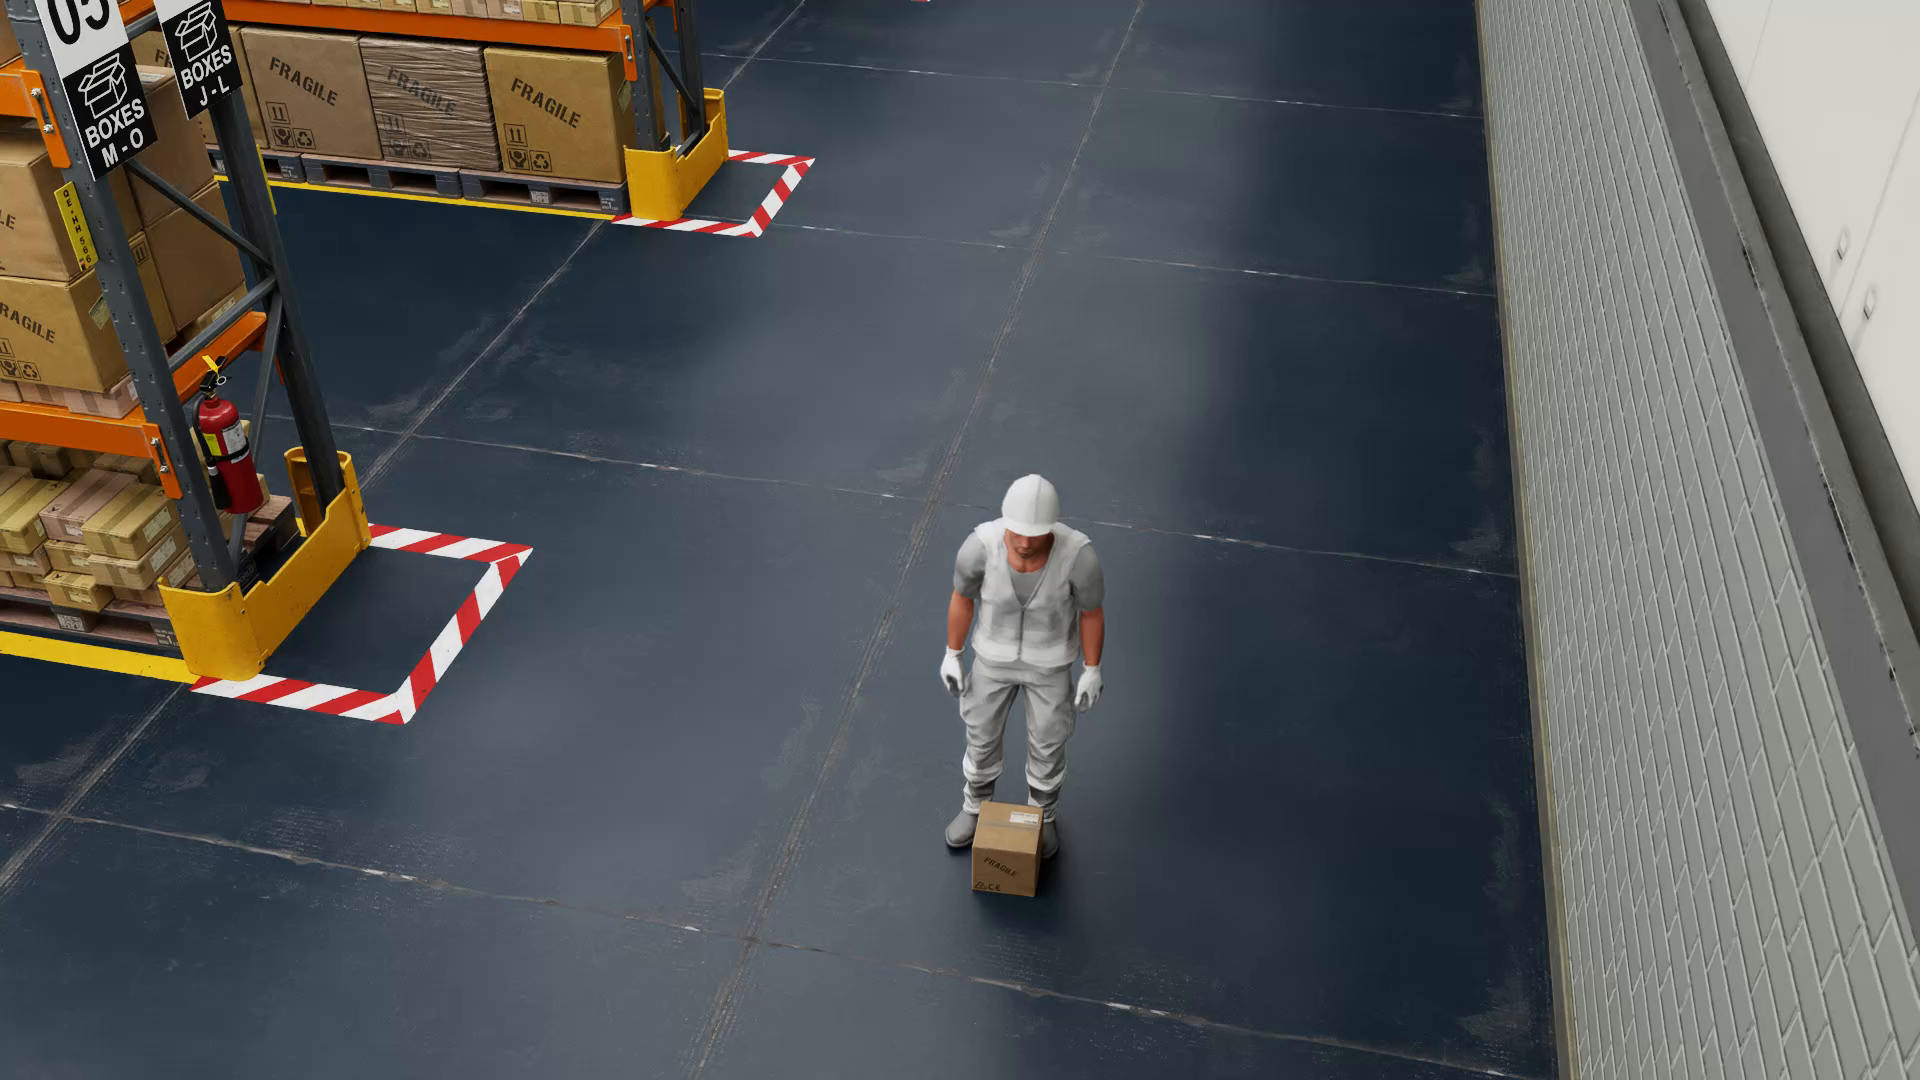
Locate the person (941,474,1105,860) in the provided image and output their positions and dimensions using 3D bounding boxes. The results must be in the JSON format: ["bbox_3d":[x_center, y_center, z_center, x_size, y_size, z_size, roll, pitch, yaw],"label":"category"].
[{"bbox_3d":[0.238,0.476,6.303,0.623,1.780,0.449,6,37,8],"label":"person"}]
